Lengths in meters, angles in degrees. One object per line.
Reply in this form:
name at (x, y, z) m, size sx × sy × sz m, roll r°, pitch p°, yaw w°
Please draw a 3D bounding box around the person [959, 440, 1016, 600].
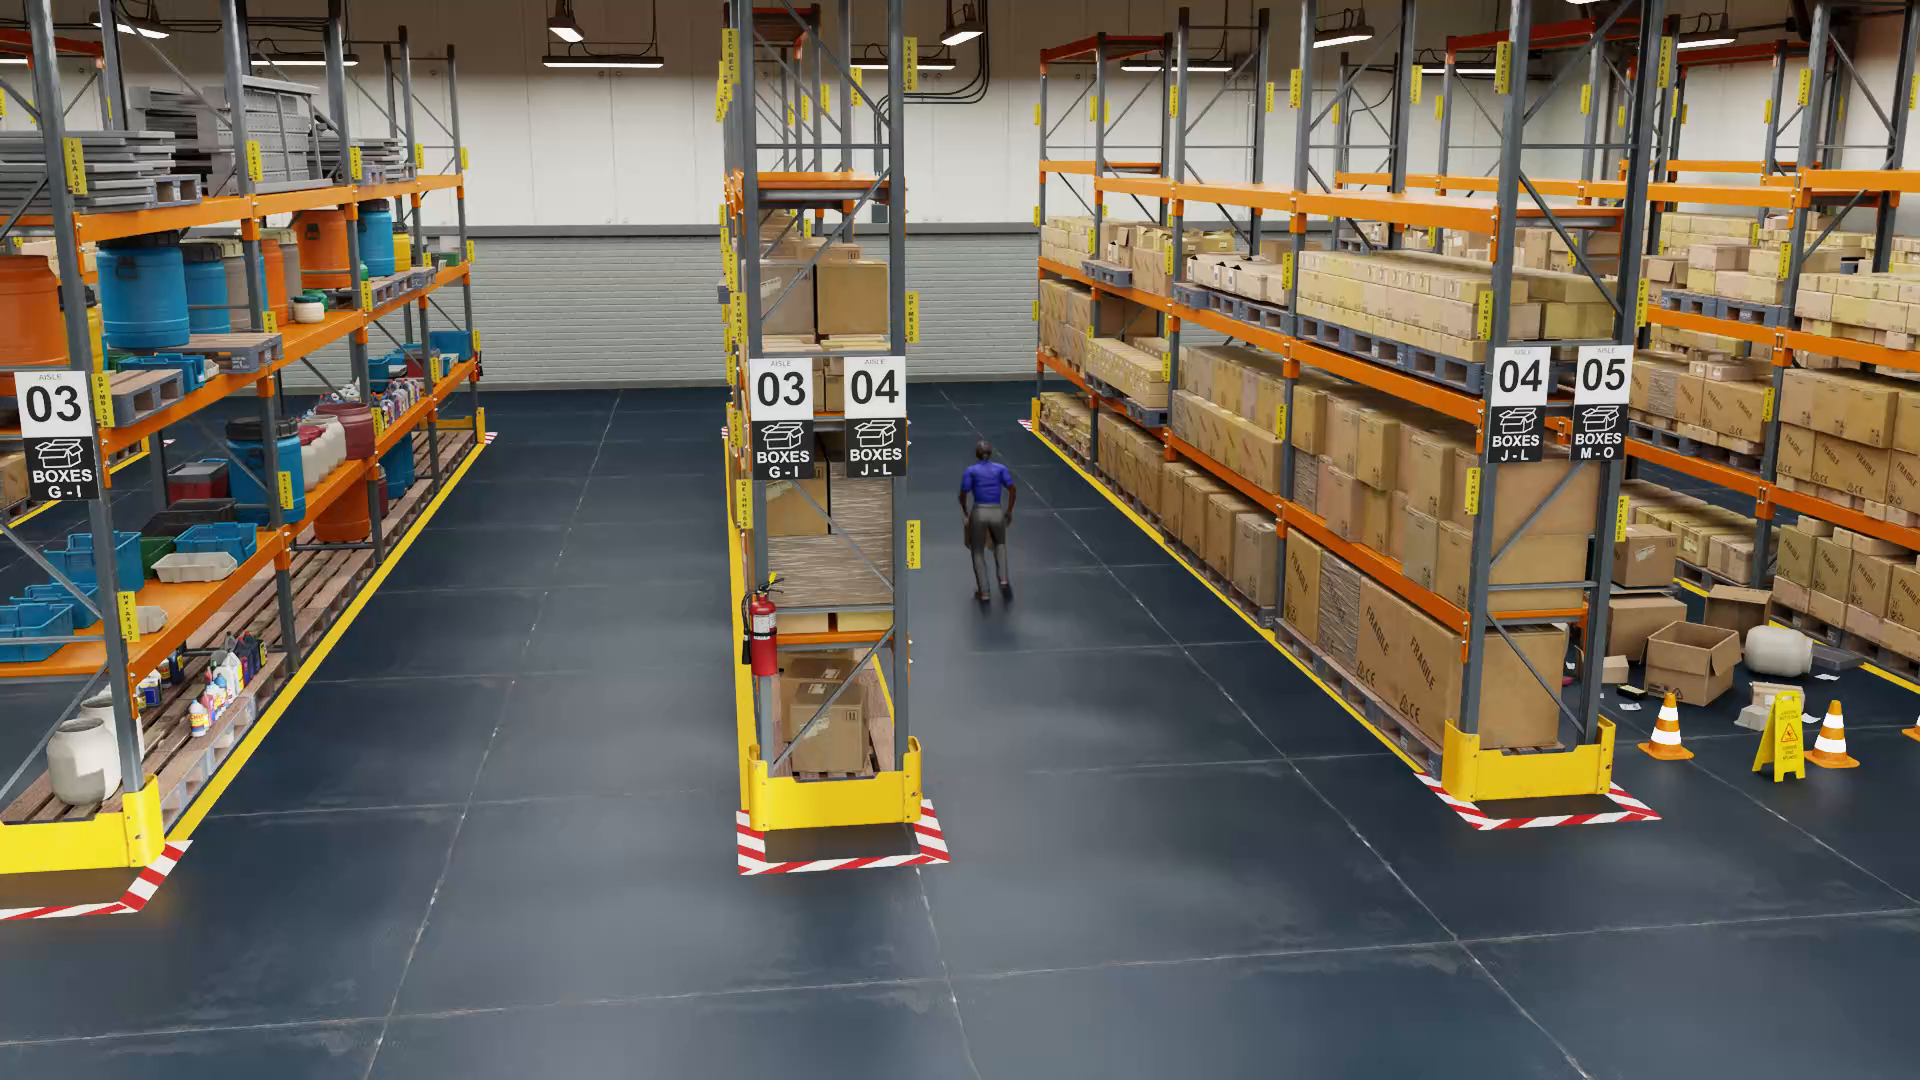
person at (0.273, -0.224, 17.069) m, size 0.582 × 1.596 × 0.590 m, roll -3°, pitch 14°, yaw -12°
